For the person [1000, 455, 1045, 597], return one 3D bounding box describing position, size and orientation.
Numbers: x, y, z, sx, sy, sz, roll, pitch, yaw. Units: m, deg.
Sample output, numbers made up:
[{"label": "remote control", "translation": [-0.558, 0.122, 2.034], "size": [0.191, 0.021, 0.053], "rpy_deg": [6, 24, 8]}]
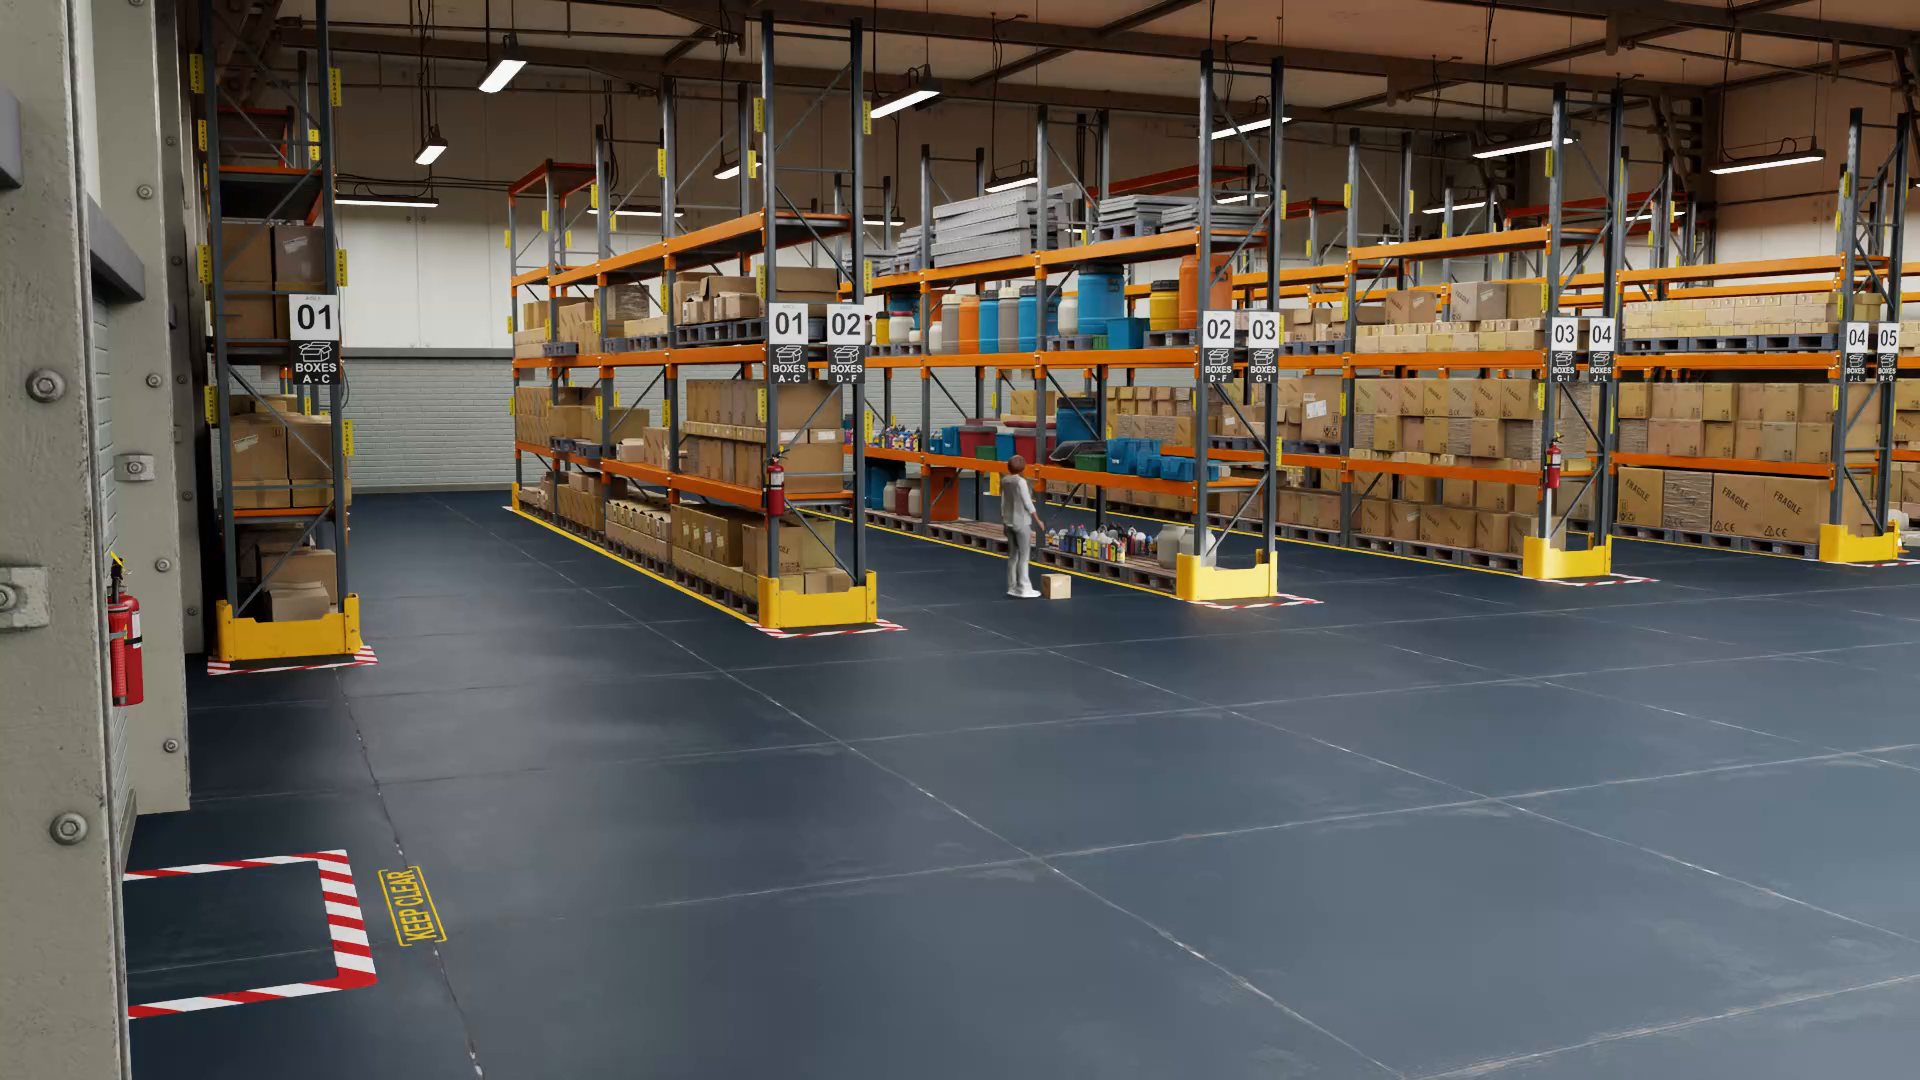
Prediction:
[{"label": "person", "translation": [0.689, -0.146, 18.608], "size": [0.413, 1.621, 0.431], "rpy_deg": [-4, 7, -35]}]
